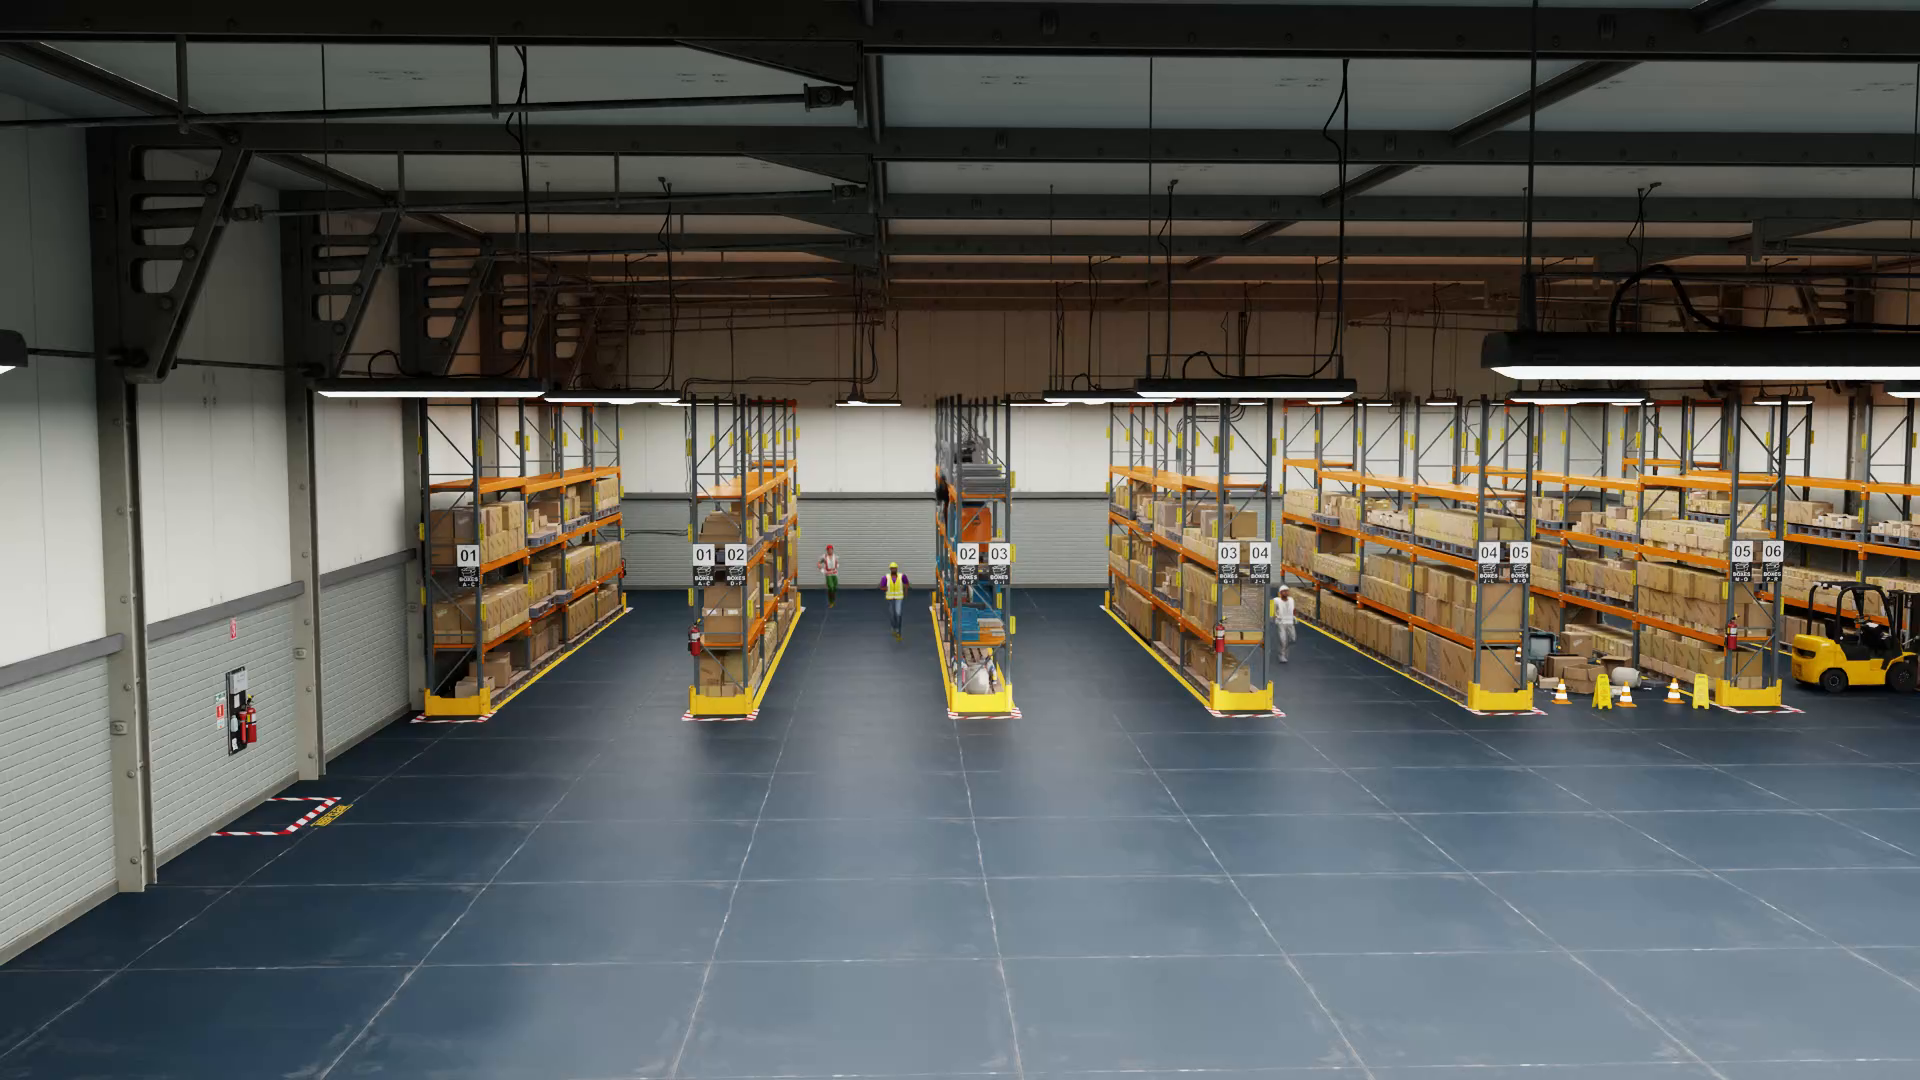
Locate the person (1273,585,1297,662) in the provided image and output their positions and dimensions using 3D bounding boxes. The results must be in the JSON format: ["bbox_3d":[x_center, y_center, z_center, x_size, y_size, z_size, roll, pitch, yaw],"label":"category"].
[{"bbox_3d":[7.345,1.894,37.597,0.675,1.735,0.610,-1,5,-12],"label":"person"}]

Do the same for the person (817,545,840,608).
[{"bbox_3d":[-3.755,1.060,48.155,0.643,1.841,0.698,-2,5,-28],"label":"person"}]

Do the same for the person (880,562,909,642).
[{"bbox_3d":[-1.563,1.472,39.613,0.672,1.887,0.746,0,5,3],"label":"person"}]
